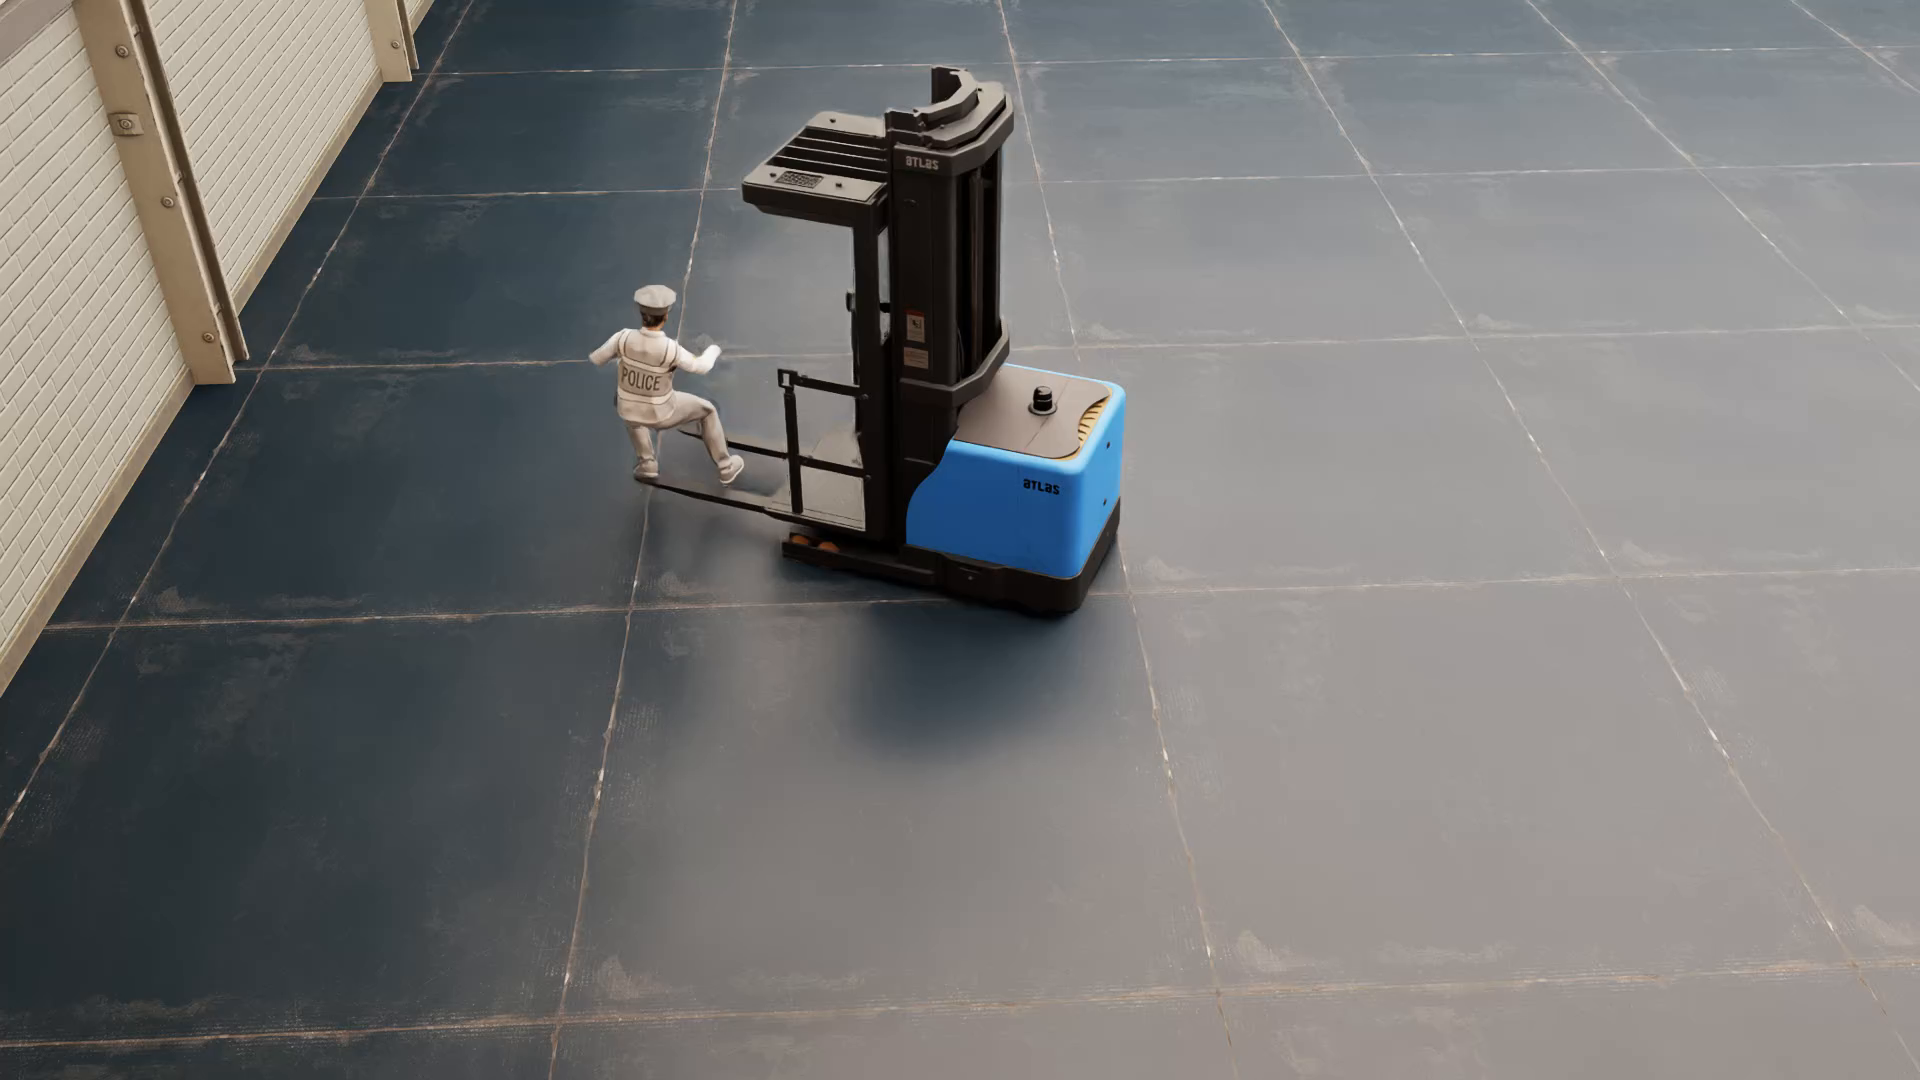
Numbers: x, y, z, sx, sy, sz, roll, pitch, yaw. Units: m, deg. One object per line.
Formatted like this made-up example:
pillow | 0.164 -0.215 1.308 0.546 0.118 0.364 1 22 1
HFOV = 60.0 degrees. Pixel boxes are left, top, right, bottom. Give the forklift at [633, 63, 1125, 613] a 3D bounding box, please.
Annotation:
forklift | -0.569 -1.285 9.774 3.031 2.935 1.130 12 38 16

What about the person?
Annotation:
person | -1.844 -0.973 10.347 0.847 1.437 0.694 4 36 6
